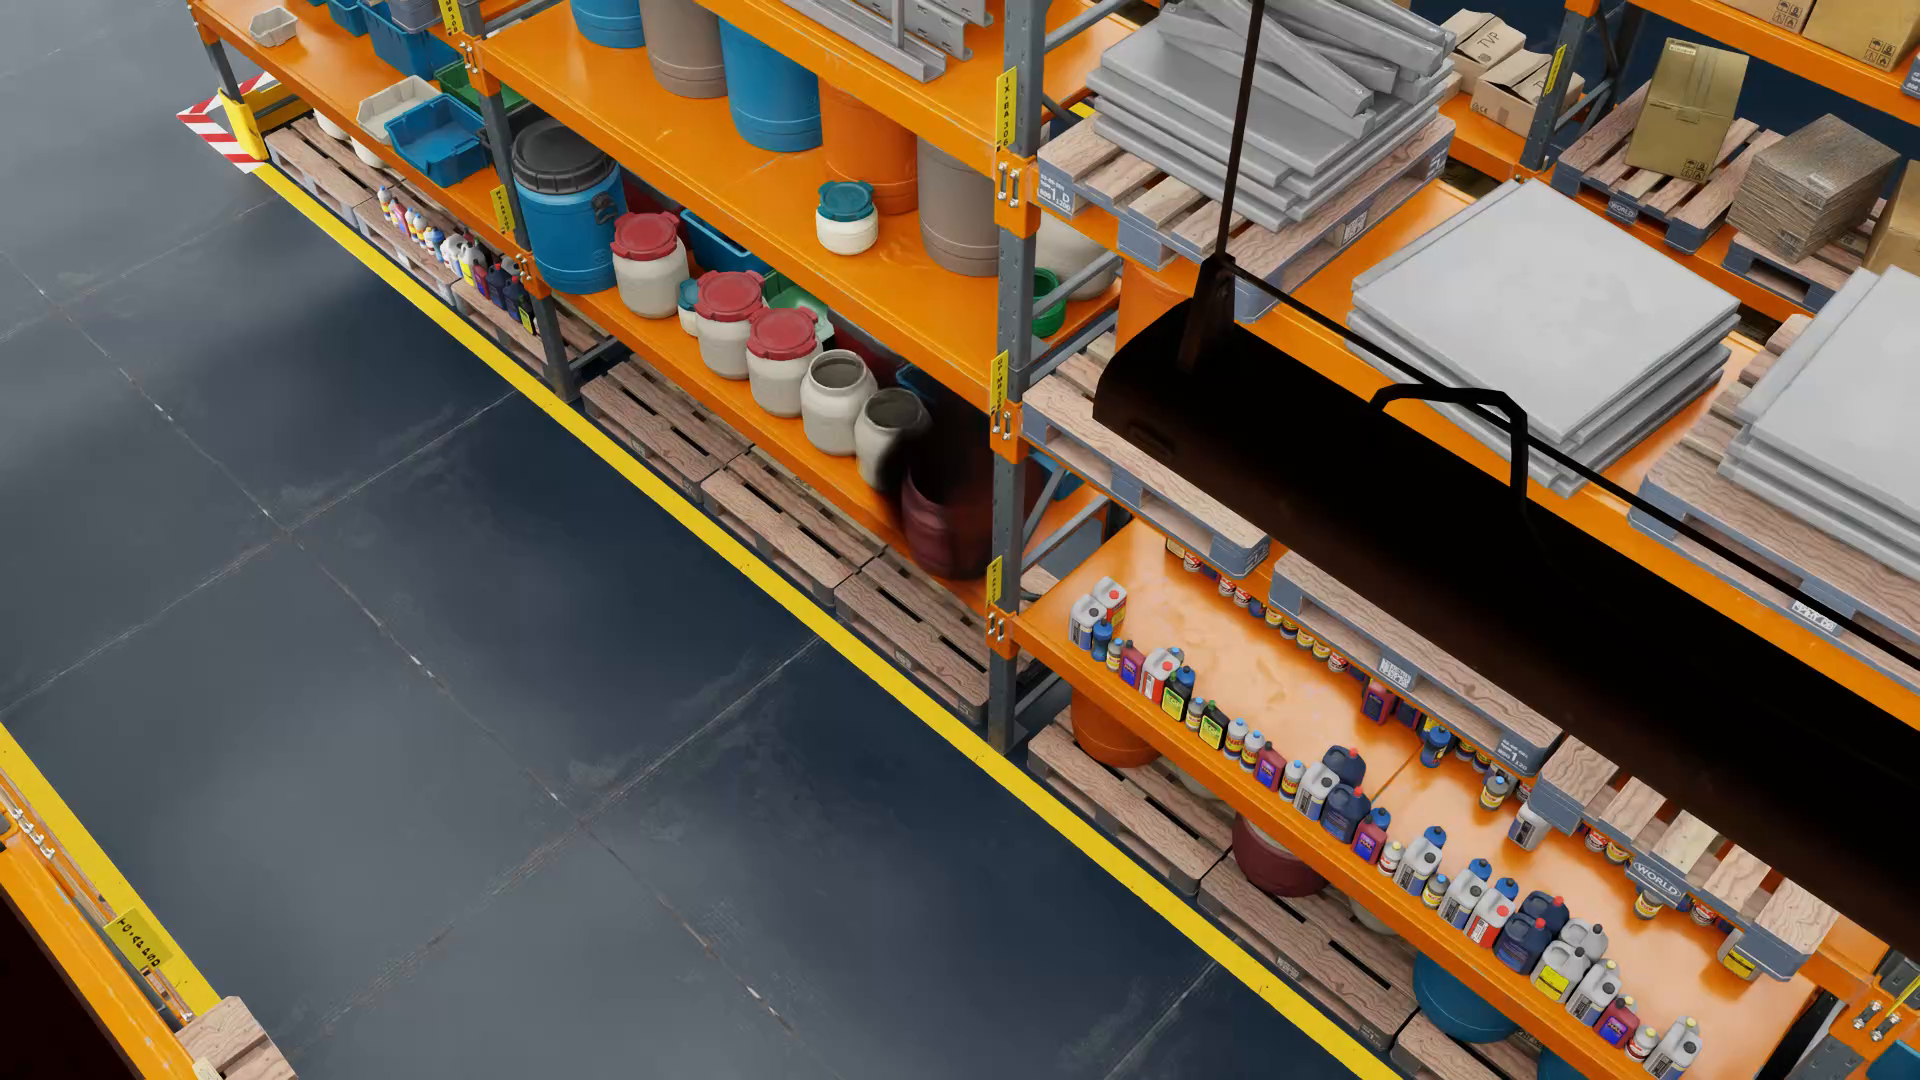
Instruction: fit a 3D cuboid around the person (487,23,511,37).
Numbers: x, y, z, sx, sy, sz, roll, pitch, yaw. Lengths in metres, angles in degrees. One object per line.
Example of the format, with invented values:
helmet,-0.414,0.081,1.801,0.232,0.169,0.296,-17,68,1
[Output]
person,-3.995,-4.910,13.491,0.460,1.585,0.617,-34,58,-25
